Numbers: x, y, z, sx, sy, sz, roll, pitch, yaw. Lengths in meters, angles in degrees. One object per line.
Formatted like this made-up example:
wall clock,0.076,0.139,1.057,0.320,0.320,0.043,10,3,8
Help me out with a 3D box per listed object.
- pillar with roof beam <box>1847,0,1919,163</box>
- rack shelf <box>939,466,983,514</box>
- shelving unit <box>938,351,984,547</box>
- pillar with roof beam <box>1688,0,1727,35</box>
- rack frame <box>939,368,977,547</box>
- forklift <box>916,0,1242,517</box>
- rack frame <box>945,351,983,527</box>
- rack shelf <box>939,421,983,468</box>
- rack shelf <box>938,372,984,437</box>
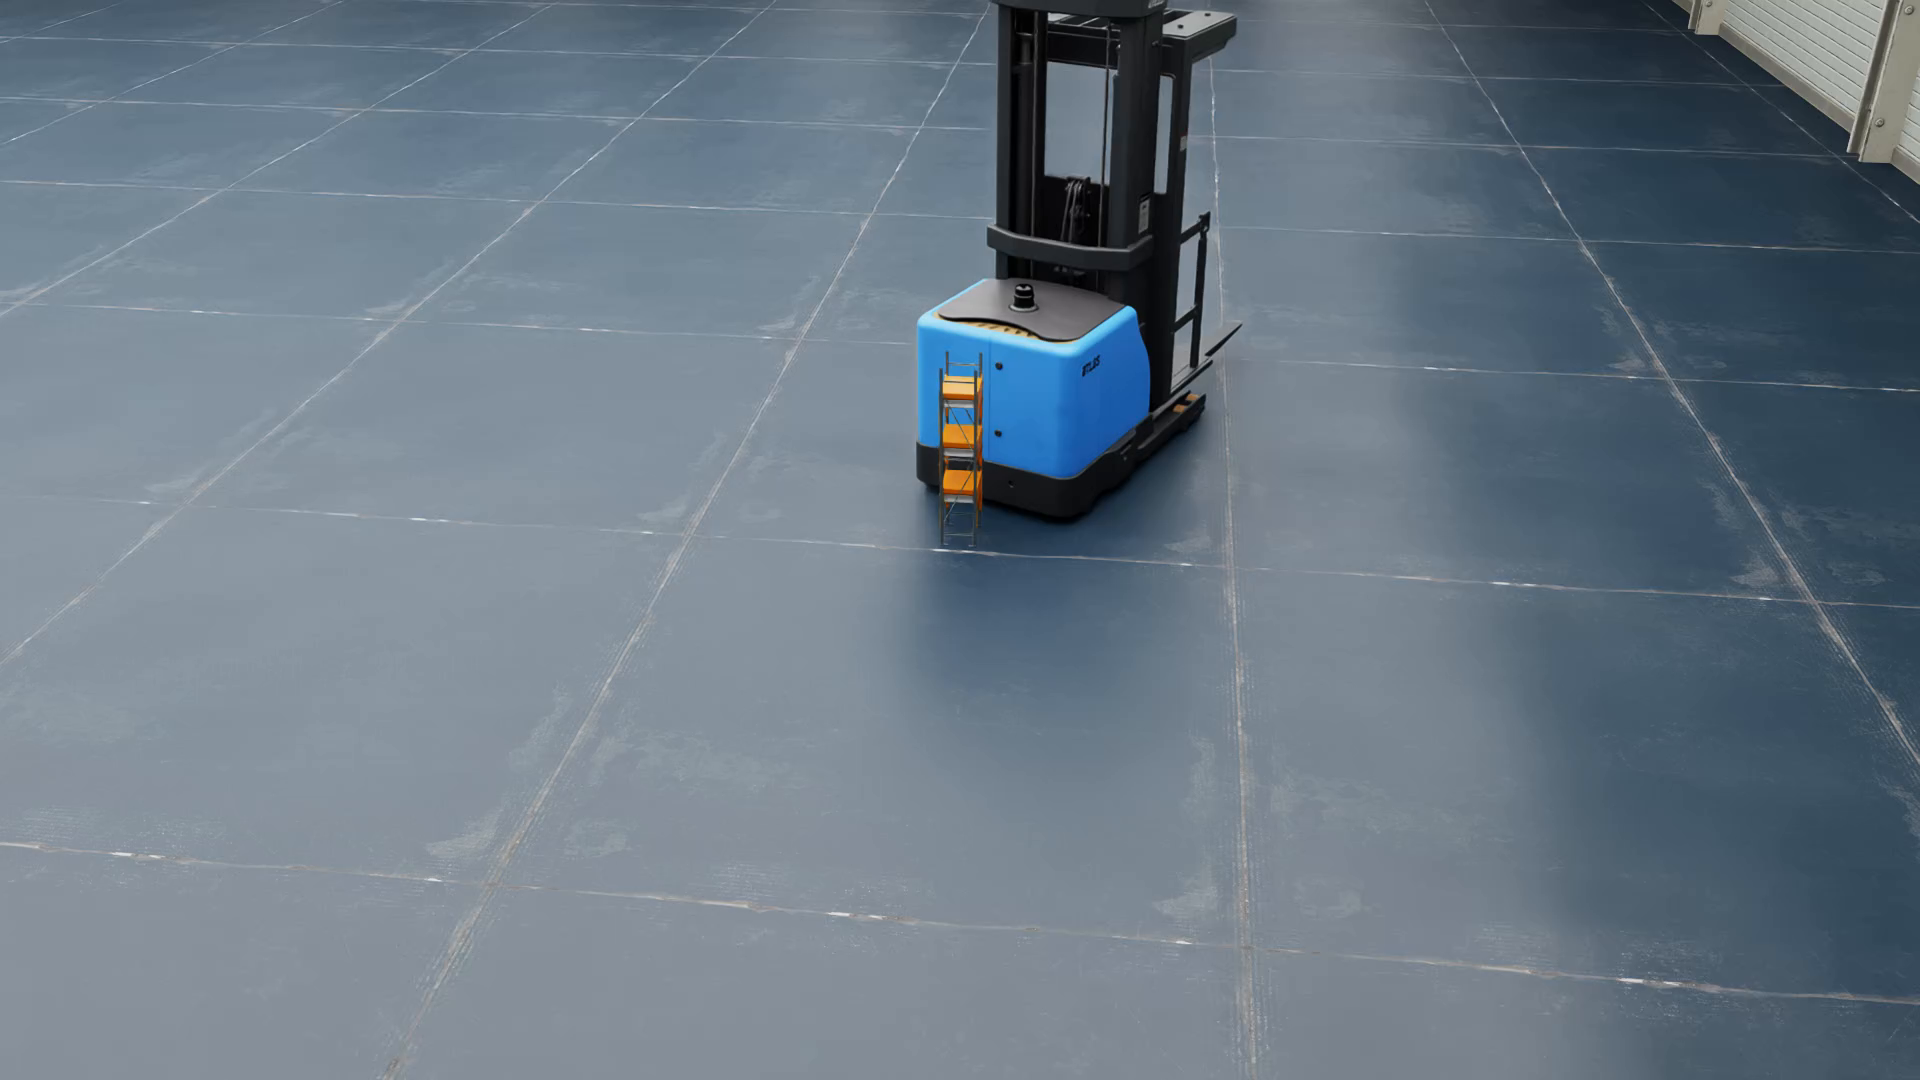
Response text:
pillar with roof beam,4.570,-7.934,14.489,9.100,9.000,0.400,3,28,6
rack shelf,0.007,-0.233,9.185,0.215,0.259,0.240,3,28,6
shelving unit,0.007,-0.487,9.048,0.215,1.050,0.252,3,28,6
pillar with roof beam,5.305,-10.758,19.732,9.100,9.000,0.400,3,28,6
rack frame,-0.008,-0.430,8.941,0.200,1.050,0.008,3,28,6
forklift,0.922,-2.081,10.023,1.130,2.935,3.031,15,32,26
rack frame,0.022,-0.545,9.154,0.200,1.050,0.008,3,28,6
rack shelf,0.007,-0.478,9.053,0.215,0.259,0.240,3,28,6
rack shelf,0.007,-0.728,8.918,0.215,0.259,0.240,3,28,6
